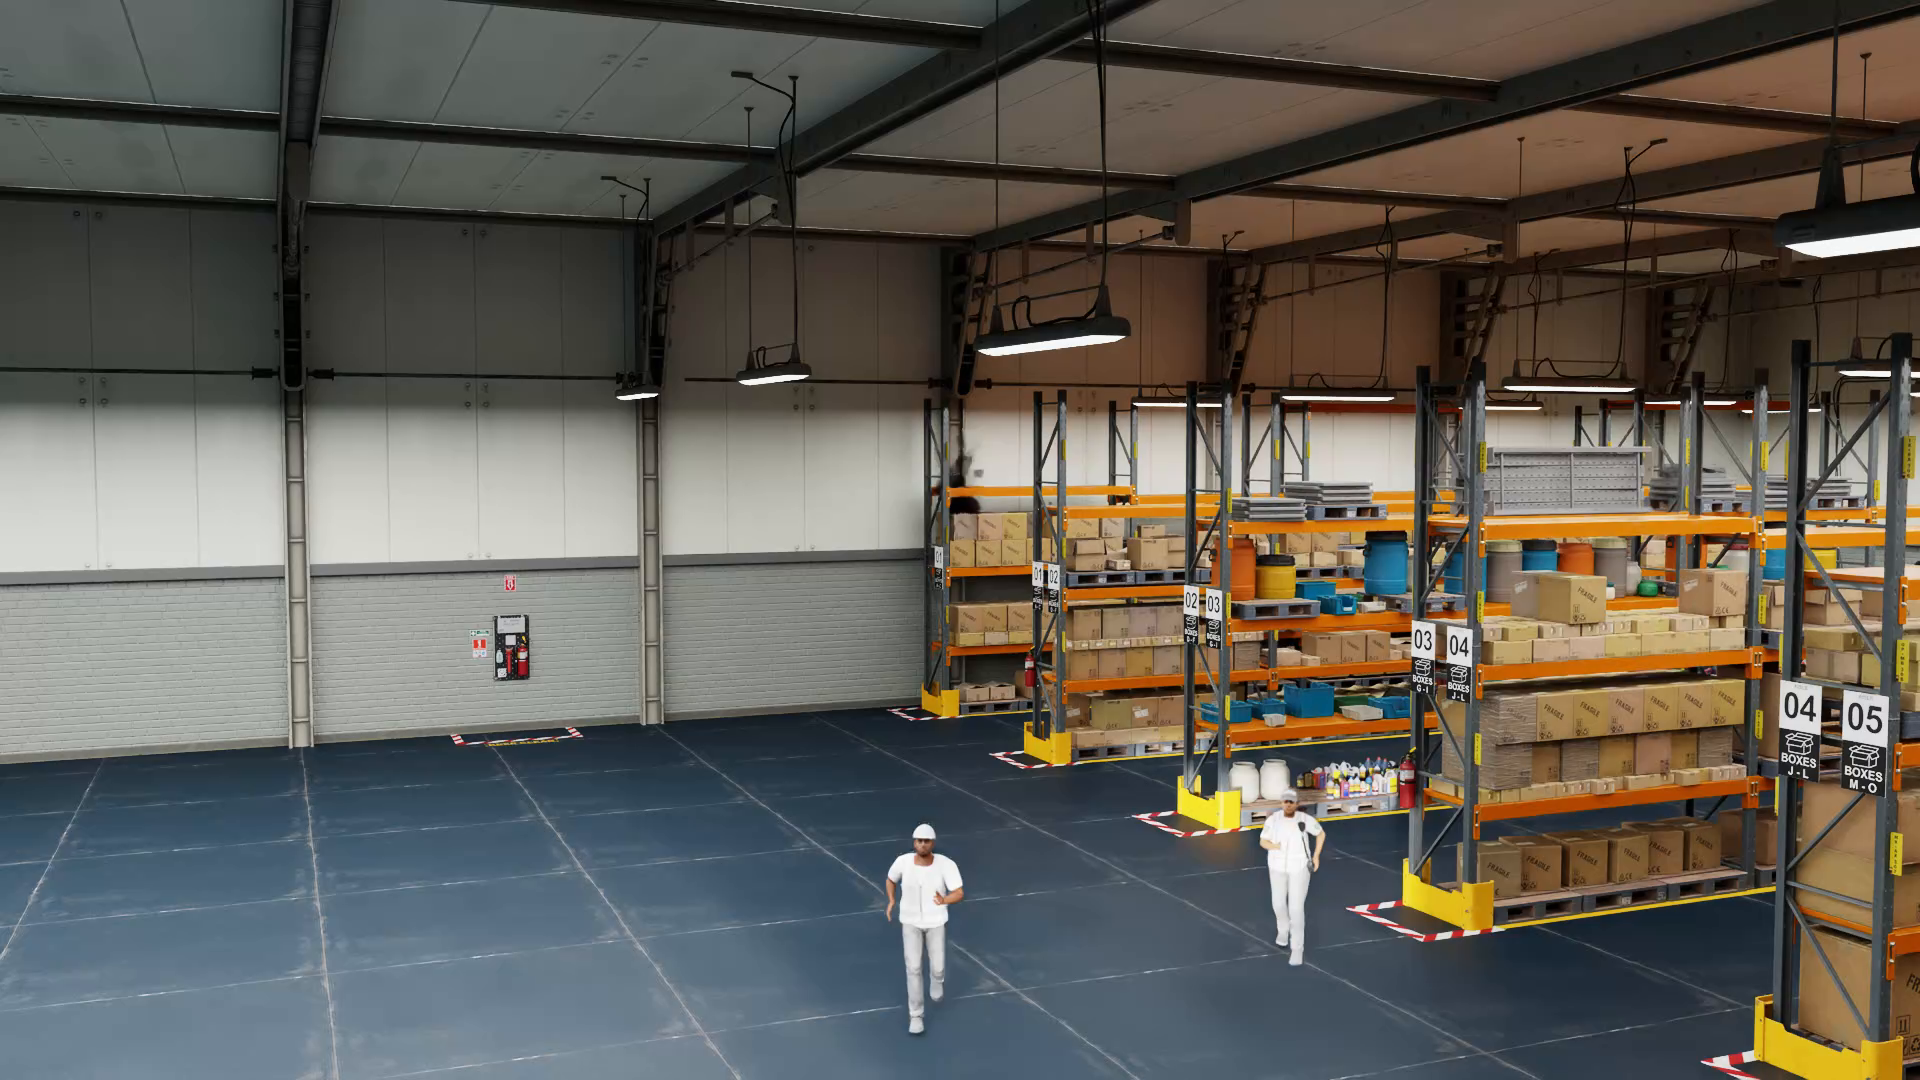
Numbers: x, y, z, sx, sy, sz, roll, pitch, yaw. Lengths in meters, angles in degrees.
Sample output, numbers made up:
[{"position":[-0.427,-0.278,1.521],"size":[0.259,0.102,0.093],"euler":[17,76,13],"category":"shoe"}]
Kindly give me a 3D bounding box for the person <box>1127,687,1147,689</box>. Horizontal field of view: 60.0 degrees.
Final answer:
[{"position":[3.140,2.523,29.614],"size":[0.904,1.837,0.677],"euler":[-2,4,-26],"category":"person"}]

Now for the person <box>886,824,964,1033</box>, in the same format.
[{"position":[-0.321,3.400,14.810],"size":[0.711,1.747,0.963],"euler":[0,3,2],"category":"person"}]

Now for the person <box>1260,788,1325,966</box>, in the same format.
[{"position":[3.328,3.352,16.731],"size":[0.593,1.724,0.764],"euler":[2,4,25],"category":"person"}]
